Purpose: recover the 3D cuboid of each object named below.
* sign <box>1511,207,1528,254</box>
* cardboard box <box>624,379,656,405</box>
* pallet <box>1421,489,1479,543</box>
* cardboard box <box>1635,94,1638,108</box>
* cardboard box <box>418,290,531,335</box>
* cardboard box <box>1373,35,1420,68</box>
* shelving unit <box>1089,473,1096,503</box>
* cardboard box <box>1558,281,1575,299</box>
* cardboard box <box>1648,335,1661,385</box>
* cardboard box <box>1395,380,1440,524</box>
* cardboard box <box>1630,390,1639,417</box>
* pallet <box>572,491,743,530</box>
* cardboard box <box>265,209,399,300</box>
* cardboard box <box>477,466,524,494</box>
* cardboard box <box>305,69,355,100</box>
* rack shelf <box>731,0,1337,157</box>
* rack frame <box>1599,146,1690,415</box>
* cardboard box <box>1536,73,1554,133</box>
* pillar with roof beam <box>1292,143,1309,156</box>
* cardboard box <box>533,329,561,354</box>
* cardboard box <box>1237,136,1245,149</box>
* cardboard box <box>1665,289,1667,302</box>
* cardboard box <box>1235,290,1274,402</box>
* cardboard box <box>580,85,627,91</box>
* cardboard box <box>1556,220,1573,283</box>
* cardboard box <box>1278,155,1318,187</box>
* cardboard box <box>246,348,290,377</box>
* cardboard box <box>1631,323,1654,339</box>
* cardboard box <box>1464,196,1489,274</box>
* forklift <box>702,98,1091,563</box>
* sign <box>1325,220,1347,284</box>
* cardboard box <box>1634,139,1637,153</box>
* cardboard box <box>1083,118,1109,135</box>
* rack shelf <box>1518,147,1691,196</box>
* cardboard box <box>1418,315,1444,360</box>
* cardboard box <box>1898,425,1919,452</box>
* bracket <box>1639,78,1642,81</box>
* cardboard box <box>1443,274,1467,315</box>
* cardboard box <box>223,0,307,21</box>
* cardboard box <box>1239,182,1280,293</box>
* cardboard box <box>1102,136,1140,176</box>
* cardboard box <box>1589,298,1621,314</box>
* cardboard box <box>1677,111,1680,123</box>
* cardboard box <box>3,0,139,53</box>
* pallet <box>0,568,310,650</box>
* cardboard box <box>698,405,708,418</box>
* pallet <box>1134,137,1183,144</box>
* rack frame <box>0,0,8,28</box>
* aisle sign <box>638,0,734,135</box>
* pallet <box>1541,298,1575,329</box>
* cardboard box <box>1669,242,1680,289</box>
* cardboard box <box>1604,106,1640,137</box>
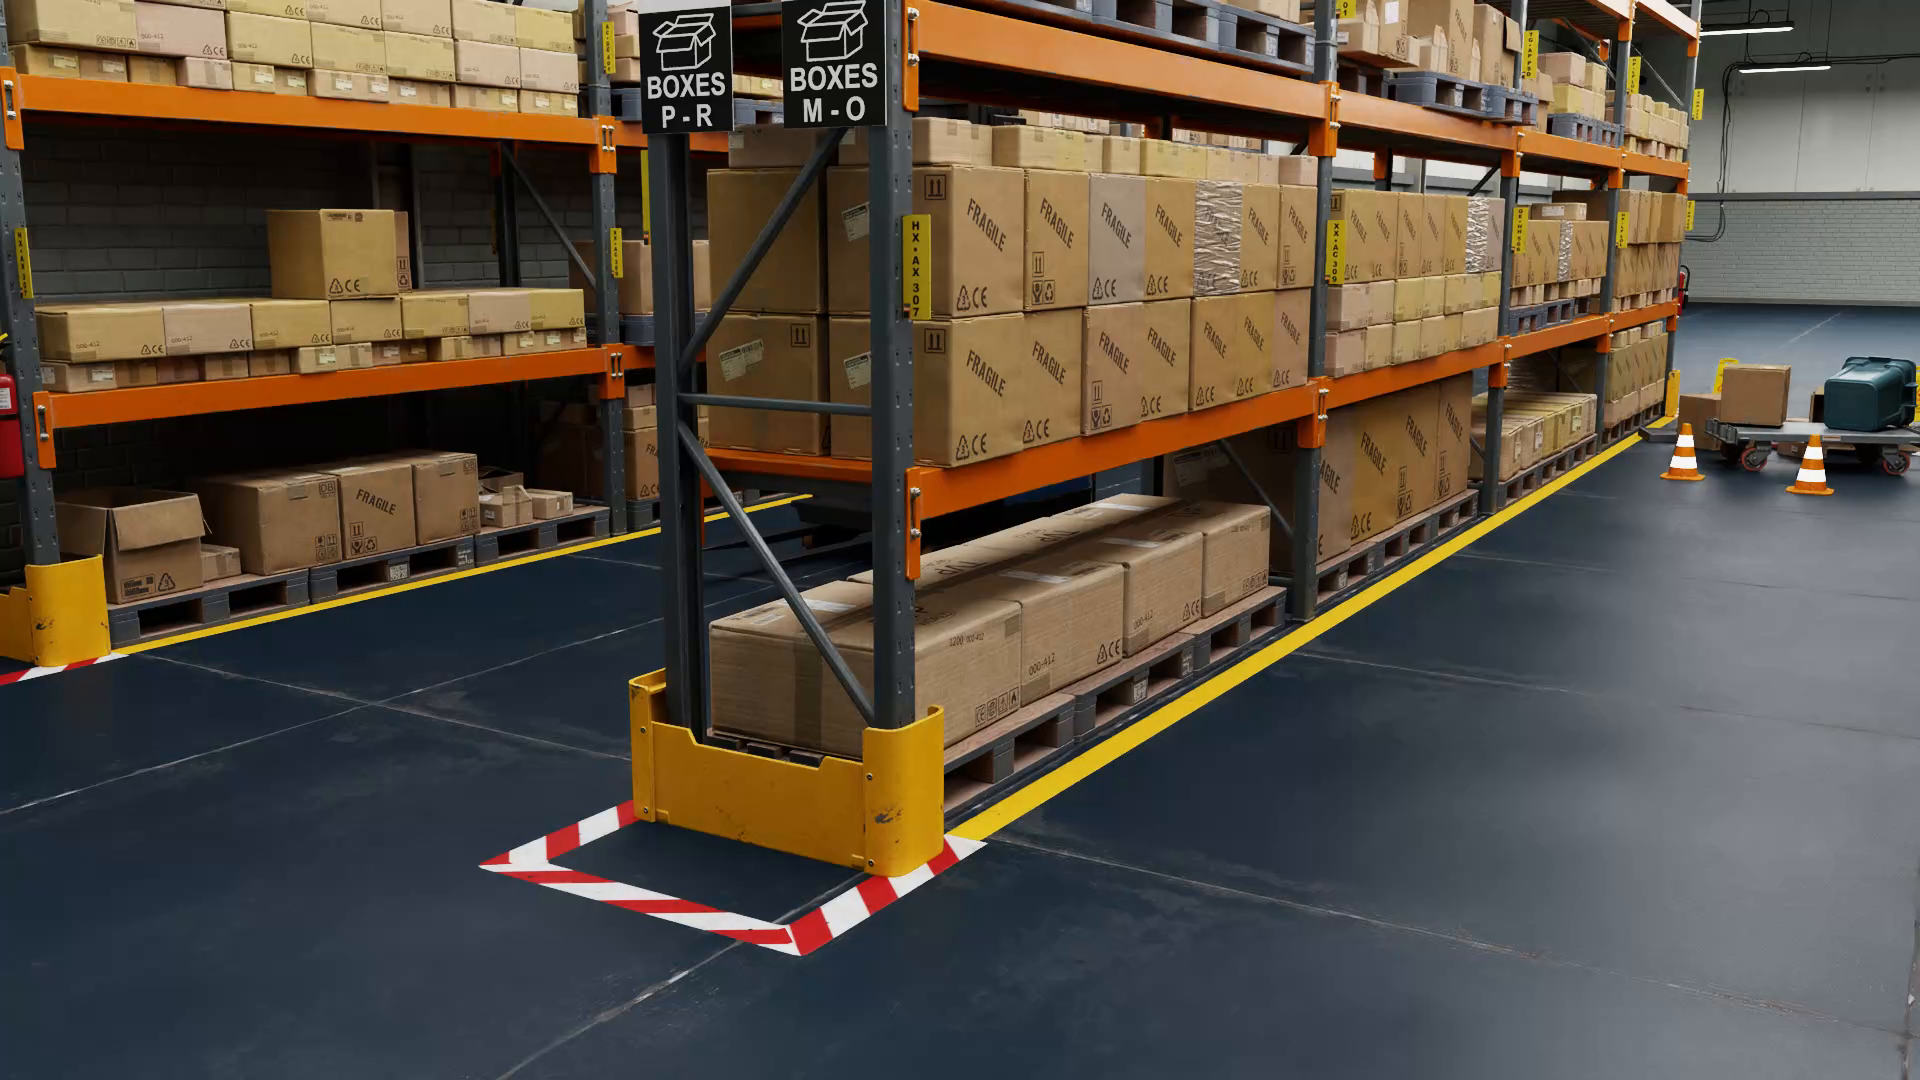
[{"bbox_3d":[4.022,-2.224,11.949,0.100,0.325,0.005,6,12,31],"label":"sign"},{"bbox_3d":[-2.267,-1.071,12.018,0.380,0.149,0.250,6,12,28],"label":"cardboard box"},{"bbox_3d":[3.072,-0.220,11.968,1.003,0.211,1.213,6,12,31],"label":"pallet"},{"bbox_3d":[6.175,-4.141,15.701,0.380,0.149,0.250,7,13,32],"label":"cardboard box"},{"bbox_3d":[-3.078,-1.440,10.511,0.500,0.250,0.500,6,12,31],"label":"cardboard box"},{"bbox_3d":[2.425,-2.810,9.566,0.380,0.166,0.250,5,12,27],"label":"cardboard box"},{"bbox_3d":[0.756,-0.752,12.123,0.258,1.200,0.503,8,13,37],"label":"shelving unit"},{"bbox_3d":[5.050,-2.153,14.257,0.380,0.149,0.250,6,12,31],"label":"cardboard box"},{"bbox_3d":[7.238,-1.955,17.955,0.500,0.500,0.500,7,13,33],"label":"cardboard box"},{"bbox_3d":[2.650,-0.629,11.207,0.875,0.875,0.875,7,12,31],"label":"cardboard box"},{"bbox_3d":[6.701,-1.427,17.169,0.500,0.250,0.500,6,12,30],"label":"cardboard box"},{"bbox_3d":[-2.385,-0.312,12.464,1.003,0.211,1.213,6,12,31],"label":"pallet"},{"bbox_3d":[-3.607,-1.645,9.566,0.500,0.500,0.500,7,13,32],"label":"cardboard box"},{"bbox_3d":[-3.320,-0.355,11.280,0.500,0.311,0.500,7,13,33],"label":"cardboard box"},{"bbox_3d":[-3.608,-2.533,9.279,0.380,0.149,0.250,6,12,31],"label":"cardboard box"},{"bbox_3d":[0.431,-1.884,7.085,1.077,0.370,4.000,6,12,31],"label":"rack shelf"},{"bbox_3d":[7.700,-2.965,19.056,1.000,3.000,0.127,6,12,31],"label":"rack frame"},{"bbox_3d":[4.314,-3.475,13.346,0.797,0.503,0.637,6,12,31],"label":"cardboard box"},{"bbox_3d":[9.118,-6.897,23.753,9.100,9.000,0.400,6,12,31],"label":"pillar with roof beam"},{"bbox_3d":[-2.841,-1.311,10.902,0.380,0.149,0.250,7,13,32],"label":"cardboard box"},{"bbox_3d":[3.285,-4.886,20.434,0.380,0.149,0.250,6,12,29],"label":"cardboard box"},{"bbox_3d":[7.500,-2.674,18.182,0.380,0.149,0.250,6,12,30],"label":"cardboard box"},{"bbox_3d":[1.185,-0.948,8.011,0.500,0.500,0.500,6,12,29],"label":"cardboard box"},{"bbox_3d":[-2.570,-3.254,11.715,0.380,0.149,0.250,7,13,32],"label":"cardboard box"},{"bbox_3d":[4.778,-2.402,13.827,0.500,0.500,0.500,6,12,29],"label":"cardboard box"},{"bbox_3d":[1.582,-1.859,8.393,0.380,0.149,0.250,6,12,30],"label":"cardboard box"},{"bbox_3d":[-3.931,-0.990,9.187,0.380,0.149,0.250,7,12,32],"label":"cardboard box"},{"bbox_3d":[7.102,-2.212,17.563,0.380,0.149,0.250,7,13,33],"label":"cardboard box"},{"bbox_3d":[3.242,-2.060,11.231,0.500,0.500,0.500,7,12,32],"label":"cardboard box"},{"bbox_3d":[-0.386,-1.350,10.616,1.130,2.935,3.031,8,13,37],"label":"forklift"},{"bbox_3d":[1.944,-1.490,8.606,0.100,0.325,0.005,6,12,31],"label":"sign"},{"bbox_3d":[6.376,-3.834,16.226,0.380,0.149,0.250,7,13,32],"label":"cardboard box"},{"bbox_3d":[1.211,-4.359,17.178,0.500,0.311,0.500,6,12,29],"label":"cardboard box"},{"bbox_3d":[6.661,-3.771,17.166,1.077,0.370,4.000,6,12,31],"label":"rack shelf"},{"bbox_3d":[2.738,-1.287,10.497,0.500,0.250,0.500,6,12,30],"label":"cardboard box"},{"bbox_3d":[9.224,-0.982,15.890,0.396,0.266,0.258,9,14,40],"label":"cardboard box"},{"bbox_3d":[19.341,-13.163,47.442,0.076,0.066,3.189,6,12,31],"label":"bracket"},{"bbox_3d":[3.000,-1.615,10.894,0.500,0.250,0.500,6,12,29],"label":"cardboard box"},{"bbox_3d":[-3.877,-2.919,8.901,0.500,0.250,0.500,6,12,30],"label":"cardboard box"},{"bbox_3d":[1.190,-1.439,7.915,0.500,0.500,0.500,6,12,30],"label":"cardboard box"},{"bbox_3d":[0.500,-1.540,6.693,0.380,0.149,0.250,7,12,31],"label":"cardboard box"},{"bbox_3d":[6.060,-2.232,15.820,0.380,0.149,0.250,6,12,30],"label":"cardboard box"},{"bbox_3d":[7.609,-4.590,18.098,0.380,0.149,0.250,7,12,32],"label":"cardboard box"},{"bbox_3d":[-4.388,-2.513,8.089,0.500,0.250,0.500,6,12,30],"label":"cardboard box"},{"bbox_3d":[-4.399,0.311,9.136,1.003,0.211,1.213,6,12,31],"label":"pallet"},{"bbox_3d":[-2.029,-1.016,12.533,0.380,0.149,0.250,6,12,30],"label":"cardboard box"},{"bbox_3d":[1.799,-4.377,18.688,1.003,0.211,1.213,6,12,31],"label":"pallet"},{"bbox_3d":[-4.852,-3.871,7.593,1.000,3.000,0.127,6,12,31],"label":"rack frame"},{"bbox_3d":[-0.910,-1.745,5.474,0.394,0.787,0.004,6,12,31],"label":"aisle sign"},{"bbox_3d":[4.539,-1.928,14.037,1.003,0.211,1.213,6,12,31],"label":"pallet"},{"bbox_3d":[7.653,-3.049,18.423,0.500,0.500,0.500,6,12,30],"label":"cardboard box"},{"bbox_3d":[6.085,-3.926,15.636,0.500,0.250,0.500,6,12,29],"label":"cardboard box"}]
